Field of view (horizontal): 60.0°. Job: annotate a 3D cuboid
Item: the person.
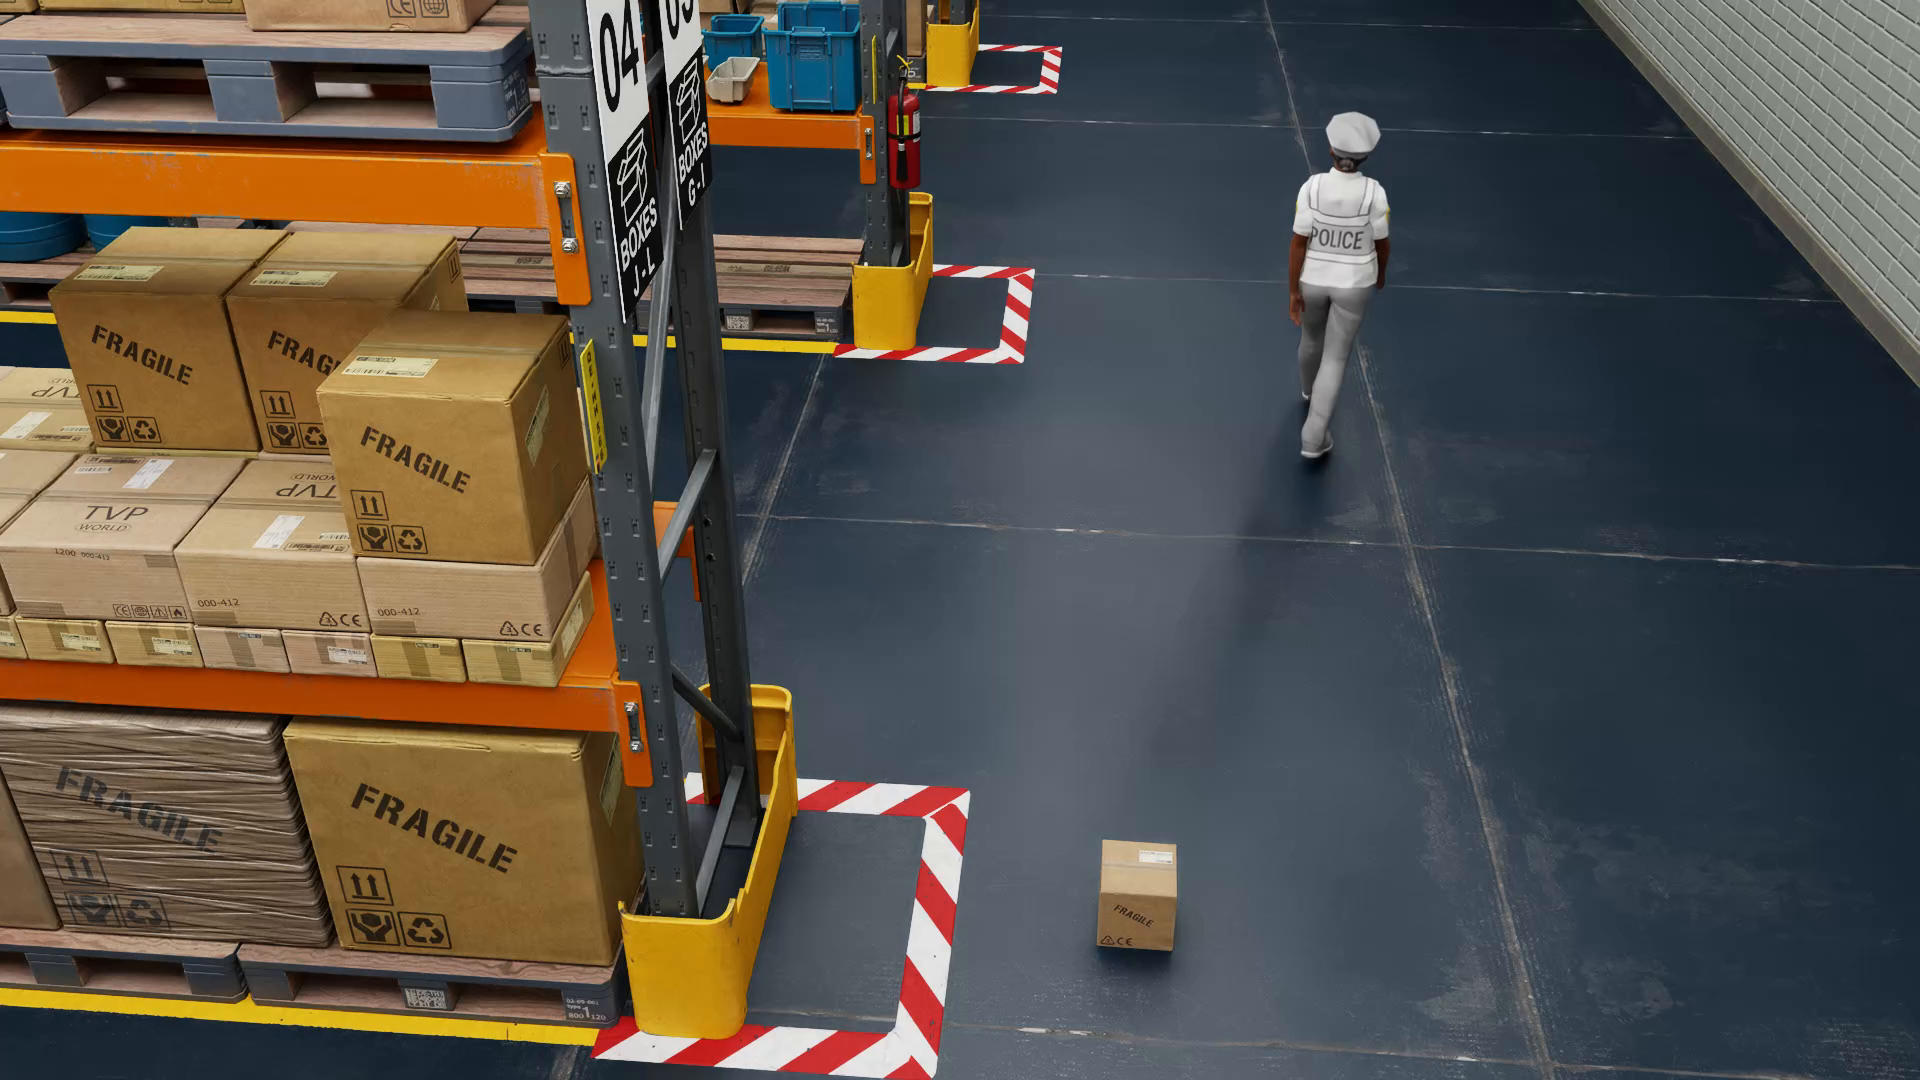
[{"bbox_3d":[1.864,-1.303,8.165,0.449,1.632,0.988,13,35,20],"label":"person"}]
